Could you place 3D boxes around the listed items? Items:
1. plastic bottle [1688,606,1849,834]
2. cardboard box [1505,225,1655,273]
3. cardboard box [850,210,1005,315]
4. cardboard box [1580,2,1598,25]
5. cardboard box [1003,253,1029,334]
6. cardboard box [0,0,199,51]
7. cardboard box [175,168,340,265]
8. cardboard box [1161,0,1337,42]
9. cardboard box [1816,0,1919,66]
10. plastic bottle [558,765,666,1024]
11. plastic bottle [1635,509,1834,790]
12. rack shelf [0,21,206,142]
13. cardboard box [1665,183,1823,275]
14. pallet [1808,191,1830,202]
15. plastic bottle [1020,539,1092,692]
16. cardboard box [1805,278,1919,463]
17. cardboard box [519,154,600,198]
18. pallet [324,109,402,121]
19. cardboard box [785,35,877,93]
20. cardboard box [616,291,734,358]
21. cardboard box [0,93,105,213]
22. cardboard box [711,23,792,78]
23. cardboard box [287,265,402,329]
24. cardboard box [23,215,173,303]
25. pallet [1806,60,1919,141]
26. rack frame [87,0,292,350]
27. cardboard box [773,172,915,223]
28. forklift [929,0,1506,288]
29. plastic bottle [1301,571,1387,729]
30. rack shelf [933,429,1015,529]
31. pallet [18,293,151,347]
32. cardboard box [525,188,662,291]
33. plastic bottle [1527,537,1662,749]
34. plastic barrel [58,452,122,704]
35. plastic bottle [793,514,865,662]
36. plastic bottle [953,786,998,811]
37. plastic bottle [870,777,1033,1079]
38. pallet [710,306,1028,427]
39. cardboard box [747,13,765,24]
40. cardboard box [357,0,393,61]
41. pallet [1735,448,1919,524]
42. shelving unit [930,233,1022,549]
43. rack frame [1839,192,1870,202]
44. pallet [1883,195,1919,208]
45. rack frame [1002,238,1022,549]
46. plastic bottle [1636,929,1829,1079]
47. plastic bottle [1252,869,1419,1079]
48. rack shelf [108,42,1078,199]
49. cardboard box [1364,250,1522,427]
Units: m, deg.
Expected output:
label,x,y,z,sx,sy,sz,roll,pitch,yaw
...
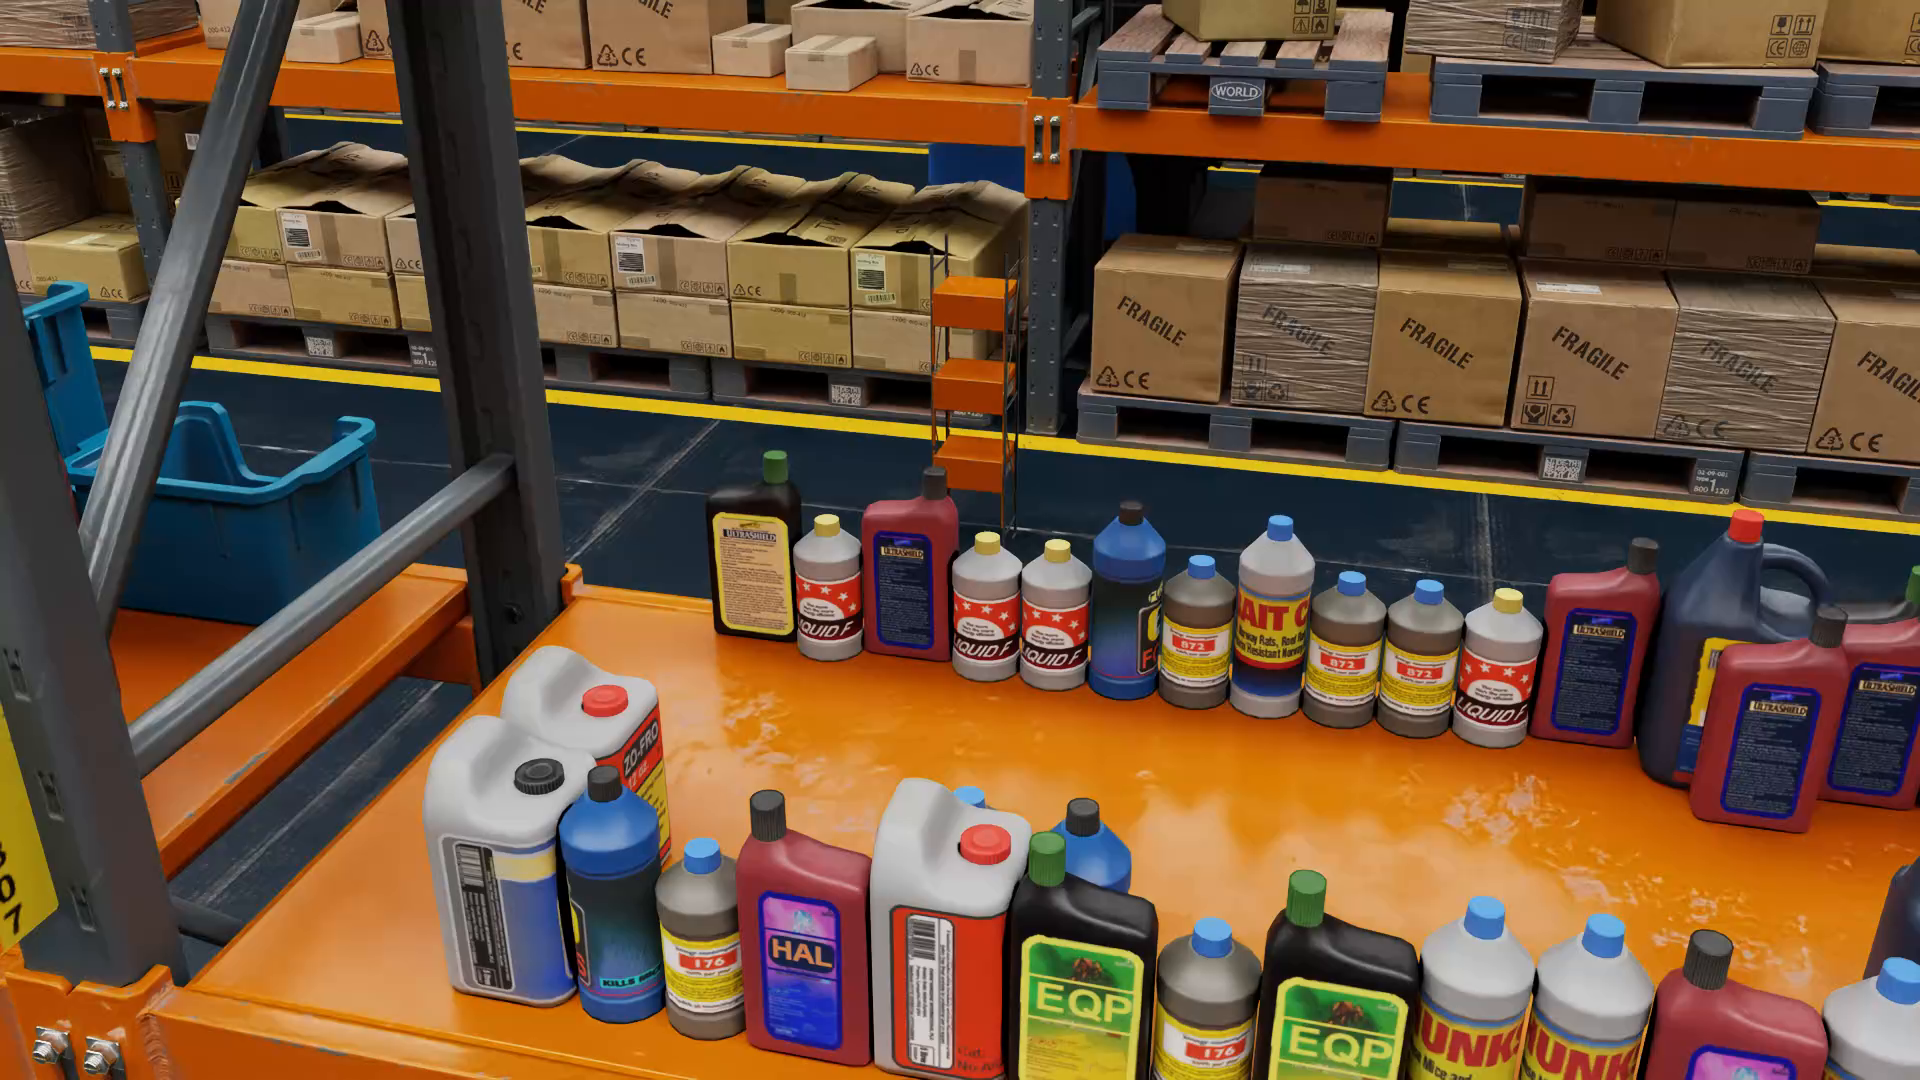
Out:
label,x,y,z,sx,sy,sz,roll,pitch,yaw
plastic bottle,0.957,0.207,1.961,0.133,0.283,0.061,6,26,13
cardboard box,2.421,-0.934,6.618,0.500,0.500,0.500,5,26,11
cardboard box,-0.122,-1.130,6.692,0.500,0.311,0.500,7,26,14
cardboard box,4.027,-2.938,10.444,0.750,0.750,0.750,7,26,15
cardboard box,0.012,-1.102,7.284,0.500,0.250,0.500,6,26,13
cardboard box,-3.859,-2.493,7.381,0.500,0.500,0.700,6,26,12
cardboard box,-3.089,-1.457,7.378,0.500,0.311,0.500,6,26,13
cardboard box,1.084,-2.189,6.254,0.500,0.500,0.700,-2,26,-5
cardboard box,3.235,-1.973,5.799,0.500,0.500,0.700,11,27,21
plastic bottle,-0.347,0.349,1.676,0.097,0.271,0.097,0,25,0
plastic bottle,0.958,0.131,2.042,0.185,0.351,0.144,6,26,13
rack shelf,-5.365,-2.293,7.913,4.000,0.370,1.077,6,26,13
cardboard box,2.944,-1.216,6.338,0.500,0.250,0.500,6,26,13
pallet,4.784,-2.402,10.549,1.213,0.211,1.003,6,26,13
plastic bottle,0.132,0.097,2.288,0.097,0.201,0.097,0,25,0
cardboard box,3.294,-0.607,5.931,0.500,0.500,0.500,6,26,13
cardboard box,-1.976,-1.573,7.623,0.500,0.311,0.500,6,26,13
pallet,-4.042,-3.394,12.633,1.213,0.211,1.003,6,26,13
cardboard box,-0.494,-1.843,6.424,0.250,0.149,0.380,6,26,13
cardboard box,-1.110,-0.987,7.043,0.500,0.250,0.500,7,26,14
cardboard box,-4.285,-1.920,8.132,0.500,0.500,0.500,6,26,13
cardboard box,-0.803,-1.975,6.701,0.250,0.149,0.380,8,27,17
cardboard box,-2.604,-1.150,7.386,0.500,0.250,0.500,7,26,14
cardboard box,-3.931,-1.310,7.723,0.500,0.250,0.500,6,26,13
pallet,3.573,-1.591,5.826,1.213,0.211,1.003,6,26,13
rack frame,-3.428,-2.403,7.309,0.127,3.000,1.000,6,26,13
cardboard box,-0.499,-1.407,7.275,0.500,0.311,0.500,6,26,12
forklift,1.404,-2.666,7.941,3.031,2.935,1.130,5,26,11
plastic bottle,0.509,0.139,2.200,0.097,0.201,0.097,0,25,0
rack shelf,0.052,-0.208,5.636,0.240,0.259,0.215,6,26,13
pallet,-4.187,-1.247,8.123,1.213,0.211,1.003,6,26,13
cardboard box,-1.600,-1.293,7.033,0.500,0.311,0.500,7,26,14
plastic bottle,0.814,0.127,2.129,0.133,0.283,0.061,6,26,13
plastic barrel,-1.316,0.102,1.889,0.708,0.536,0.600,6,26,13
plastic bottle,-0.186,0.062,2.361,0.097,0.201,0.097,0,25,0
plastic bottle,0.009,0.353,1.750,0.097,0.201,0.097,0,25,0
plastic bottle,-0.004,0.373,1.621,0.135,0.276,0.152,6,26,13
pallet,-0.341,-0.820,7.228,1.213,0.211,1.003,6,26,13
cardboard box,-1.481,-3.464,11.933,0.500,0.500,0.700,7,26,15
cardboard box,-2.178,-2.303,6.982,0.500,0.500,0.500,8,27,17
pallet,3.523,-0.359,6.259,1.213,0.211,1.003,6,26,13
shelving unit,0.052,-0.468,5.512,0.252,1.050,0.215,6,26,13
rack frame,5.550,-3.610,9.842,0.127,3.000,1.000,6,26,13
pallet,6.267,-2.237,10.202,1.213,0.211,1.003,6,26,13
rack frame,0.170,-0.455,5.485,0.008,1.050,0.200,6,26,13
plastic bottle,0.655,0.463,1.424,0.133,0.283,0.061,6,26,13
plastic bottle,0.338,0.428,1.498,0.133,0.283,0.061,6,26,13
rack shelf,-1.491,-1.864,7.013,4.000,0.370,1.077,6,26,13
cardboard box,1.809,-0.768,6.270,0.500,0.500,0.500,6,26,12
